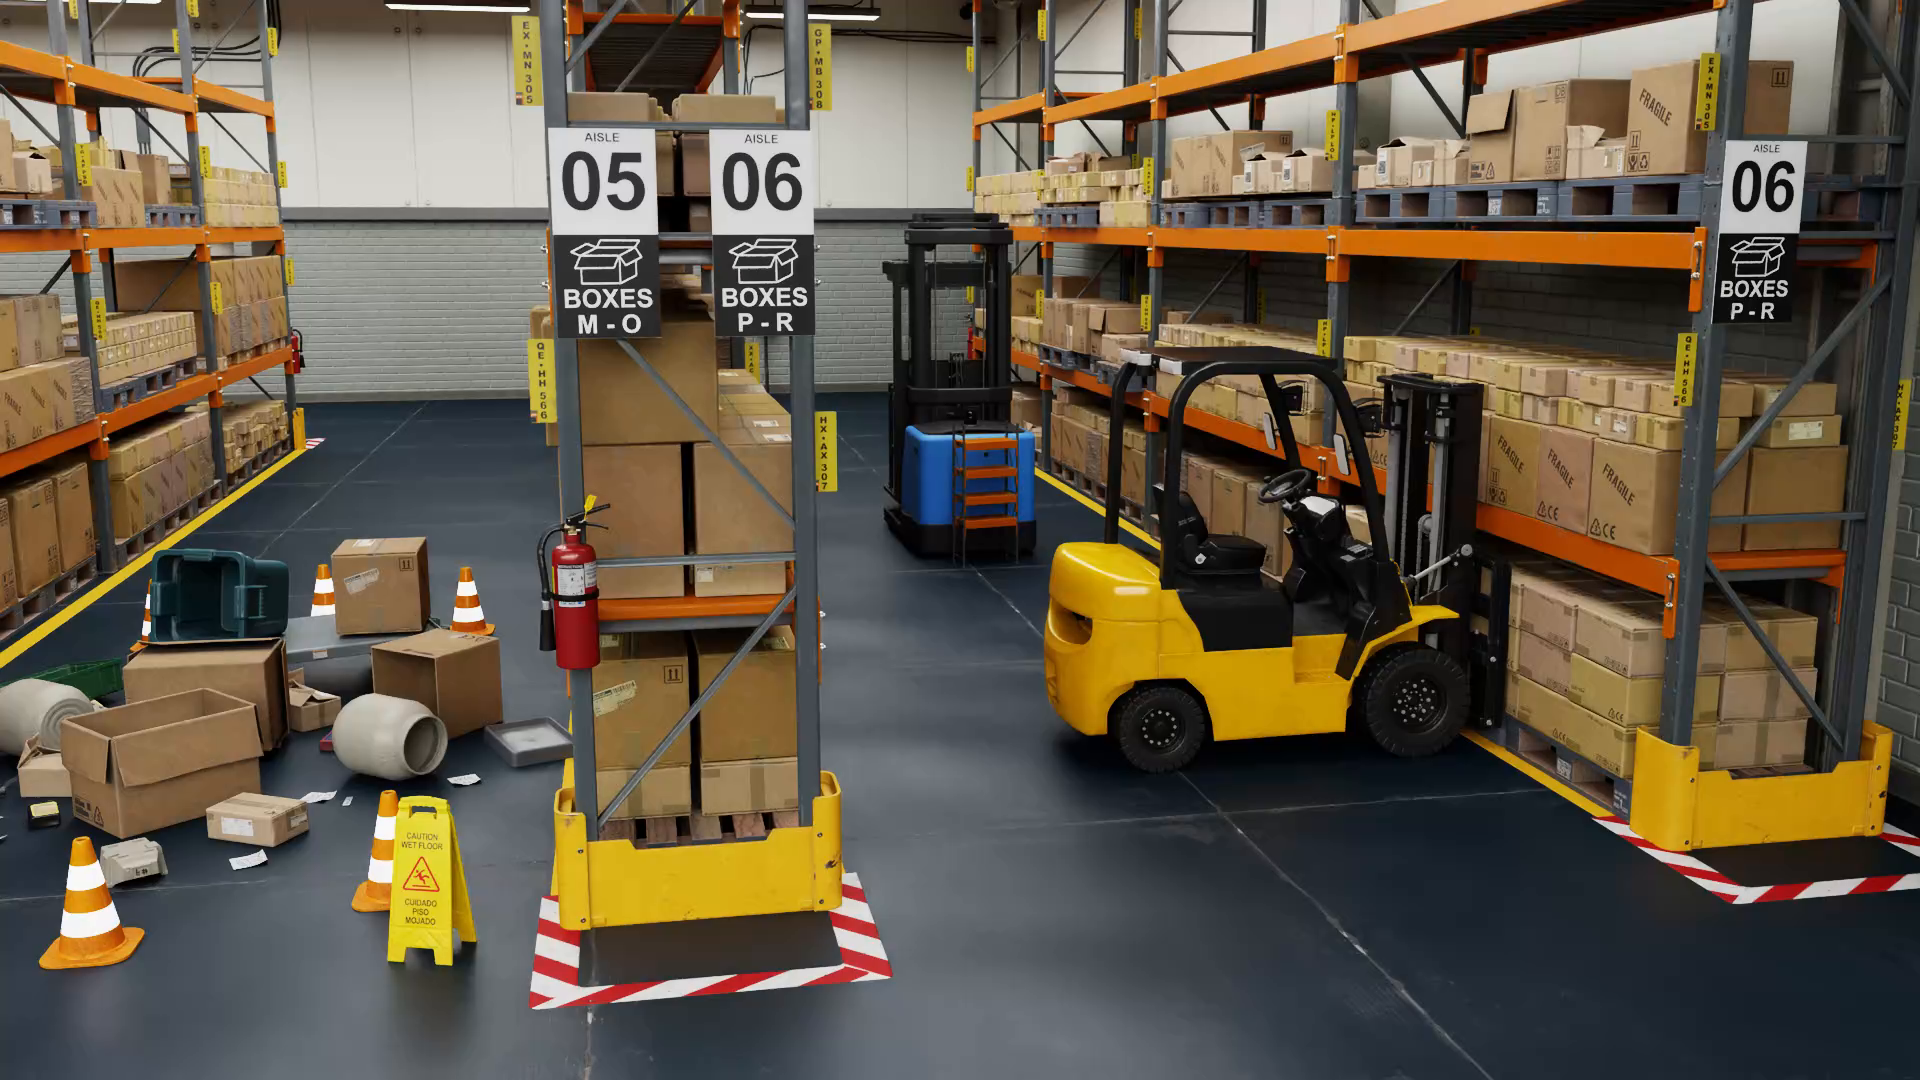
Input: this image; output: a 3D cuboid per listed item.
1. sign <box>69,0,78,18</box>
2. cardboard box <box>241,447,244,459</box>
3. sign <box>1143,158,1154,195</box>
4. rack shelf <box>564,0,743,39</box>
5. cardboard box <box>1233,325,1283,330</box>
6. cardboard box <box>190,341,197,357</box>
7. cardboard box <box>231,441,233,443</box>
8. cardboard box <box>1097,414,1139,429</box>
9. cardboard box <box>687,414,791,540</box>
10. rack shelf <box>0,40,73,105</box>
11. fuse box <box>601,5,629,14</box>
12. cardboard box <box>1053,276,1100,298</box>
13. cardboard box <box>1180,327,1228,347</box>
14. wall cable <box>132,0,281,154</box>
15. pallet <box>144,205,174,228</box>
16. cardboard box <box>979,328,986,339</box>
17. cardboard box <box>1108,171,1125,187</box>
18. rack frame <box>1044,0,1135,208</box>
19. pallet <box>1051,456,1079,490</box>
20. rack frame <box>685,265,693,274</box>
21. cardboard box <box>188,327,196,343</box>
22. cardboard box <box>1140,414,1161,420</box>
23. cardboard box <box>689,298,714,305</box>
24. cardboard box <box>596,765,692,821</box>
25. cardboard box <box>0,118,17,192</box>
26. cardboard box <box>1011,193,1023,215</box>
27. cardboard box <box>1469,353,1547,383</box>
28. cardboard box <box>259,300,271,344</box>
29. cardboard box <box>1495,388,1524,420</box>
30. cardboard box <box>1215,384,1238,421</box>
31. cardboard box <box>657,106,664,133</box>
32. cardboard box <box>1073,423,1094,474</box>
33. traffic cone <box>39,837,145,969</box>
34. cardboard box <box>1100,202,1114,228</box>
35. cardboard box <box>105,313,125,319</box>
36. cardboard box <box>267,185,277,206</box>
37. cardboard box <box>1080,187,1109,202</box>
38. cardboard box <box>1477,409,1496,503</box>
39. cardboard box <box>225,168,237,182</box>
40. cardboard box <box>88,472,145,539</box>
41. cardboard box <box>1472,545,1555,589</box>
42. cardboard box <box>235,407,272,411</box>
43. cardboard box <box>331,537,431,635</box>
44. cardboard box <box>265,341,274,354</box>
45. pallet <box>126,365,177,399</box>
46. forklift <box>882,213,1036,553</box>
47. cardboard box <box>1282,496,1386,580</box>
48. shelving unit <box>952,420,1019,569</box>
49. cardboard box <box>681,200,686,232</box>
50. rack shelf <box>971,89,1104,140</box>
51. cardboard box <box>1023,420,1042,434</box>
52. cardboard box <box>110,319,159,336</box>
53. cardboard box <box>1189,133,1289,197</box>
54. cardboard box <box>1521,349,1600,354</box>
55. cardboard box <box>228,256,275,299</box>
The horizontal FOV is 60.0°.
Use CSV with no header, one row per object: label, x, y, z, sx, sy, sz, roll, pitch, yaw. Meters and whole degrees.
sign,-8.787,-5.344,16.495,0.100,0.325,0.005,-2,11,-11
cardboard box,-8.343,-0.985,18.850,0.380,0.149,0.250,-3,11,-13
sign,1.698,-3.270,14.947,0.100,0.325,0.005,-2,11,-11
rack shelf,-1.471,-2.872,8.150,1.077,0.370,4.000,-2,11,-11
cardboard box,2.653,-1.833,14.802,0.380,0.149,0.250,-2,11,-10
cardboard box,-7.980,-1.933,16.876,0.380,0.149,0.250,-2,11,-12
cardboard box,-8.228,-1.032,18.301,0.380,0.149,0.250,-2,11,-11
cardboard box,1.658,-1.231,17.468,0.380,0.149,0.250,-2,11,-11
cardboard box,-1.006,-0.300,7.687,0.500,0.500,0.500,-2,11,-9
rack shelf,-7.085,-3.212,10.999,1.077,0.370,4.000,-2,11,-11
fuse box,-5.556,-8.385,26.629,0.513,0.334,0.176,-2,11,-11
cardboard box,1.424,-3.019,20.634,0.500,0.500,0.500,-2,11,-13
cardboard box,2.132,-1.765,14.444,0.380,0.149,0.250,-2,11,-9
wall cable,-11.633,-8.177,25.486,2.277,5.999,0.120,-2,11,-11
pallet,-8.031,-2.989,15.360,1.213,0.211,1.003,-2,11,-11
cardboard box,0.469,-2.835,22.741,0.380,0.149,0.250,-2,11,-11
cardboard box,1.672,-3.547,16.328,0.380,0.149,0.250,-2,11,-12
rack frame,1.452,-5.242,18.671,1.000,3.000,0.127,-2,11,-11
pallet,1.648,-0.777,18.716,1.003,0.211,1.213,-2,11,-11
rack frame,-3.416,-2.114,18.280,1.000,3.000,0.127,-2,11,-11
cardboard box,-7.980,-2.078,16.847,0.380,0.149,0.250,-2,11,-9
cardboard box,2.120,-1.252,17.577,0.380,0.149,0.250,-3,11,-13
cardboard box,-1.917,-1.661,11.982,0.380,0.149,0.250,-1,11,-8
cardboard box,-1.508,1.089,7.685,0.500,0.250,0.500,-2,11,-11
cardboard box,-6.861,-2.651,11.422,0.500,0.500,0.500,-2,11,-11
cardboard box,0.913,-4.110,20.349,0.500,0.250,0.500,-2,11,-10
cardboard box,3.174,-0.994,9.598,0.380,0.149,0.250,-2,11,-11
cardboard box,-8.487,-2.584,19.686,0.500,0.500,0.500,-2,11,-11
cardboard box,3.171,-0.750,9.111,0.380,0.149,0.250,-2,11,-11
cardboard box,2.376,-1.116,13.436,0.500,0.250,0.500,-2,11,-9
cardboard box,-1.516,-1.849,7.407,0.380,0.149,0.250,-2,11,-11
cardboard box,1.532,-0.987,17.924,0.500,0.500,0.500,-2,11,-13
traffic cone,-3.453,1.404,6.582,0.336,0.463,0.334,-2,11,-11
cardboard box,1.696,-3.230,16.525,0.500,0.250,0.500,-2,11,-11
cardboard box,-8.626,-2.201,16.698,0.380,0.149,0.250,-2,11,-8
cardboard box,-8.690,-4.219,20.383,0.500,0.250,0.500,-2,11,-13
cardboard box,1.445,-3.550,17.086,0.380,0.149,0.250,-2,11,-10
cardboard box,3.133,-0.505,9.561,0.500,0.500,0.500,-2,11,-11
cardboard box,-8.279,-4.062,18.489,0.380,0.149,0.250,-2,11,-8
cardboard box,-7.361,-0.299,14.307,0.500,0.500,0.500,-3,11,-13
cardboard box,3.087,0.207,9.642,0.500,0.250,0.500,-2,11,-12
cardboard box,-8.522,-1.518,20.061,0.380,0.149,0.250,-3,11,-13
cardboard box,-3.600,0.280,10.365,0.500,0.500,0.500,-2,11,-11
cardboard box,-8.541,-2.338,20.127,0.380,0.149,0.250,-2,11,-9
pallet,-7.899,-1.449,15.300,1.003,0.211,1.213,-2,11,-11
forklift,-0.119,-1.555,15.530,1.130,2.935,3.031,-2,11,-11
cardboard box,2.896,0.037,12.206,0.875,0.625,0.625,-2,11,-8
shelving unit,0.214,-0.389,14.030,0.503,1.200,0.258,-4,12,-22
cardboard box,-1.112,-1.524,7.828,0.380,0.149,0.250,-2,11,-13
rack shelf,1.063,-5.254,20.666,1.077,0.370,4.000,-2,11,-11
cardboard box,0.987,-1.315,20.273,0.396,0.266,0.258,-2,11,-9
cardboard box,-7.729,-1.985,15.560,0.380,0.149,0.250,-3,11,-14
cardboard box,2.329,-3.109,13.827,0.700,0.500,0.500,-2,11,-12
cardboard box,3.584,-1.058,9.935,0.380,0.149,0.250,-2,11,-12
cardboard box,-8.598,-3.167,20.079,0.500,0.500,0.500,-3,11,-13
